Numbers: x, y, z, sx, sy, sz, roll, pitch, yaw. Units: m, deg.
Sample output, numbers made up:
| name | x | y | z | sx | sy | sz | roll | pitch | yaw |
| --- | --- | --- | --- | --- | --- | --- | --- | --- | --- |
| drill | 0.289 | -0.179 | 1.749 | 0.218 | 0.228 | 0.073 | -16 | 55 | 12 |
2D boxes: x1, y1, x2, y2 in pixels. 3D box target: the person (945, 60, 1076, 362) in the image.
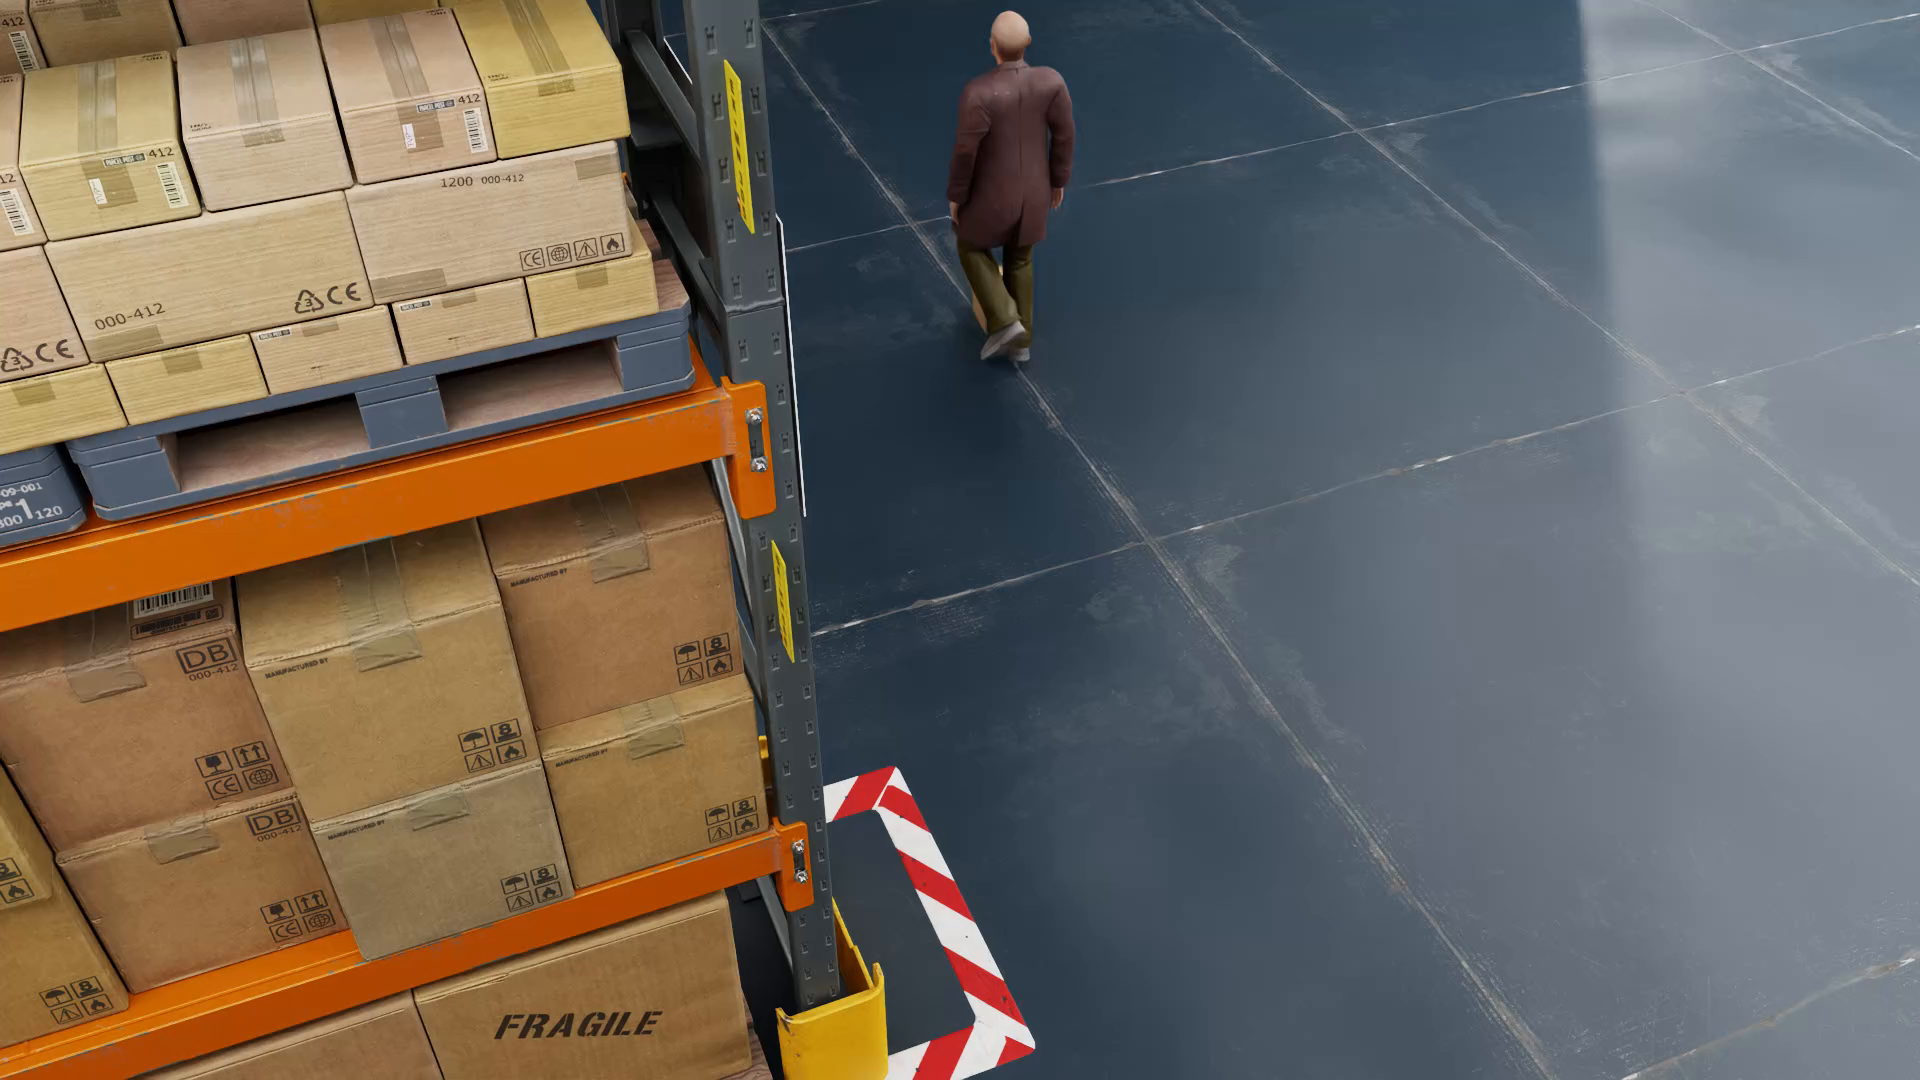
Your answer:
| name | x | y | z | sx | sy | sz | roll | pitch | yaw |
| --- | --- | --- | --- | --- | --- | --- | --- | --- | --- |
| person | 0.250 | -1.581 | 8.108 | 0.647 | 1.575 | 0.564 | -16 | 44 | -17 |
